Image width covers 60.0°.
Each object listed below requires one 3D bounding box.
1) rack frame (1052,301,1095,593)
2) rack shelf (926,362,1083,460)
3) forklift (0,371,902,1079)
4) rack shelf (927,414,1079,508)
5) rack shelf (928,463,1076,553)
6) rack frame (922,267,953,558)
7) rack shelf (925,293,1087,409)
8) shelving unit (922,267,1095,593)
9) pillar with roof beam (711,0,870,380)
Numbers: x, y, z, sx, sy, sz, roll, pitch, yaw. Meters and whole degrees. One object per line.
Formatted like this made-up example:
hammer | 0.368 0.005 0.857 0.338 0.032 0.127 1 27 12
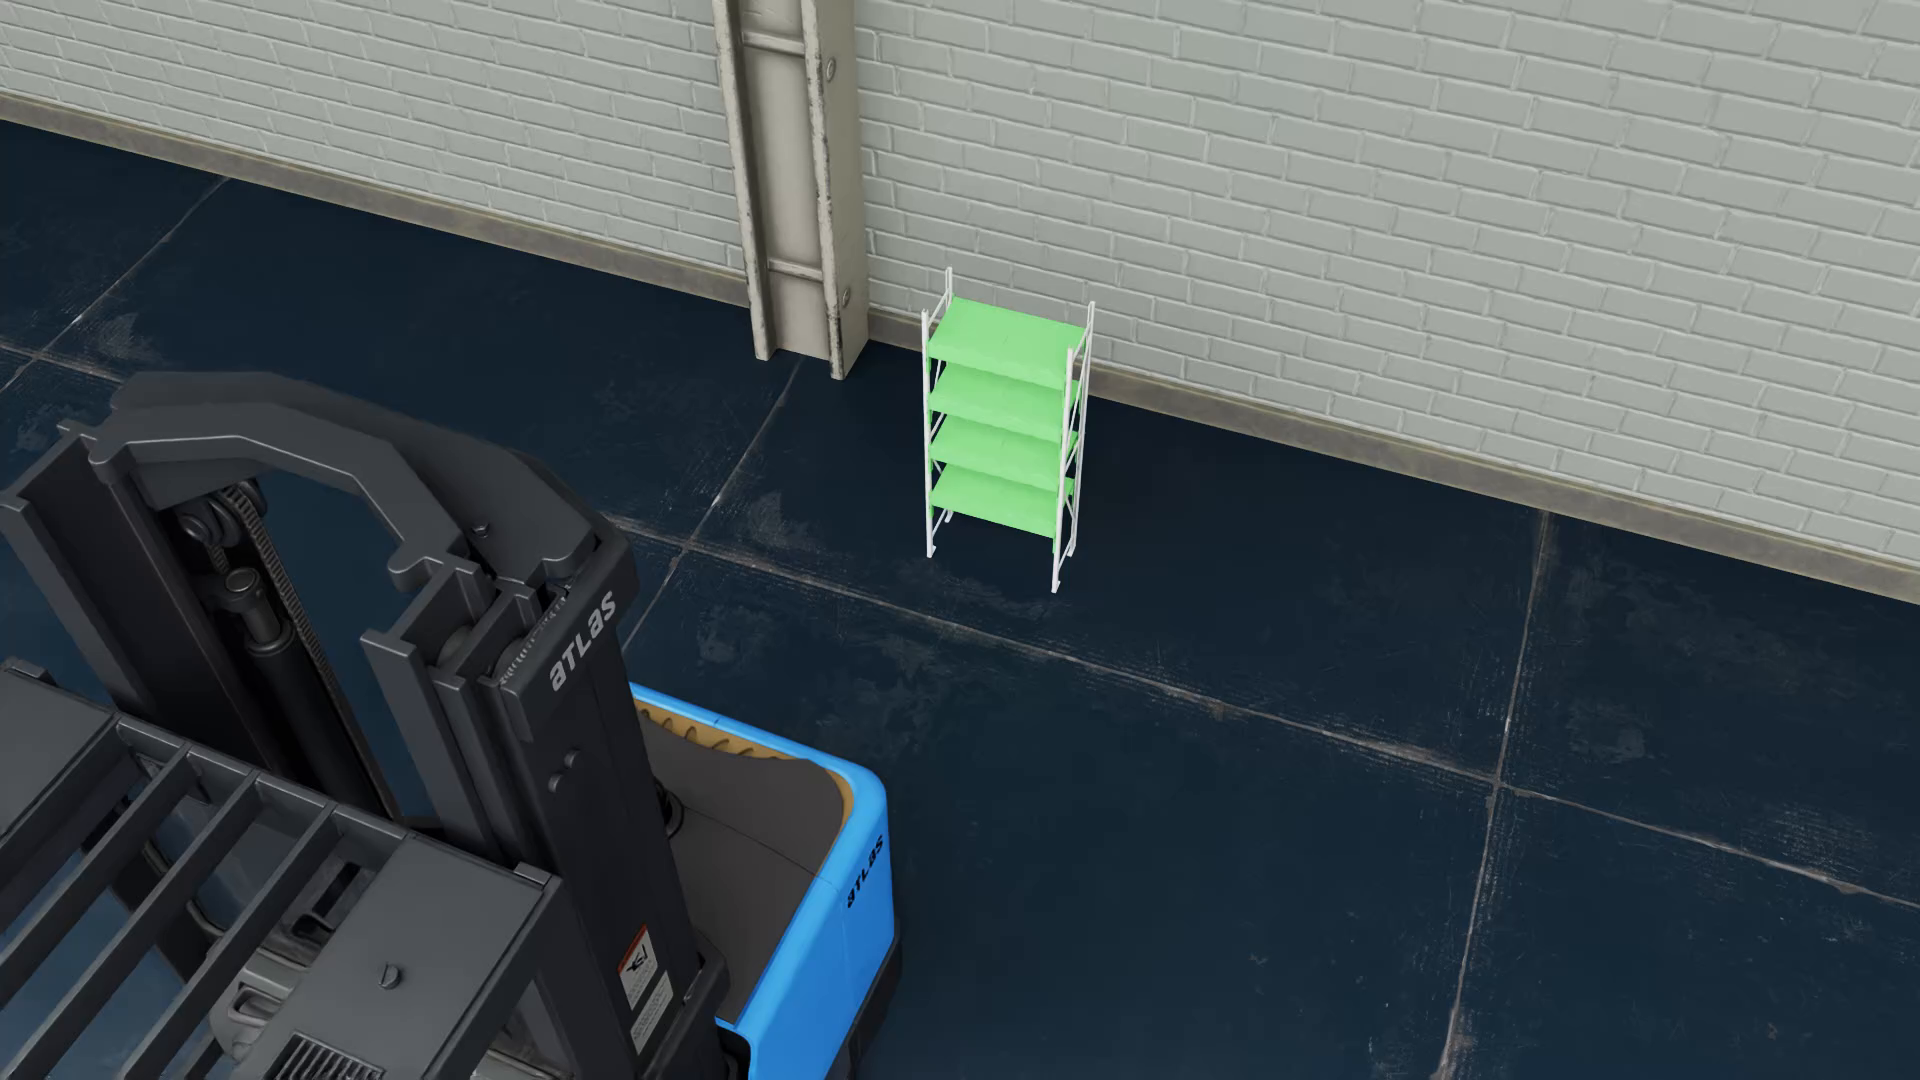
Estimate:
rack frame | 0.384 -0.286 5.704 0.015 1.200 0.240 16 51 13
rack shelf | 0.155 -0.465 5.626 0.480 0.148 0.258 16 51 13
forklift | -1.217 1.237 3.238 1.130 2.935 3.031 18 51 15
rack shelf | 0.155 -0.308 5.807 0.480 0.148 0.258 16 51 13
rack shelf | 0.155 -0.151 5.989 0.480 0.148 0.258 16 51 13
rack frame | -0.074 -0.414 5.814 0.015 1.200 0.240 16 51 13
rack shelf | 0.155 -0.622 5.445 0.480 0.148 0.258 16 51 13
shelving unit | 0.155 -0.350 5.759 0.503 1.200 0.258 16 51 13
pillar with roof beam | -2.104 -0.710 0.910 0.400 9.000 9.100 16 51 13
